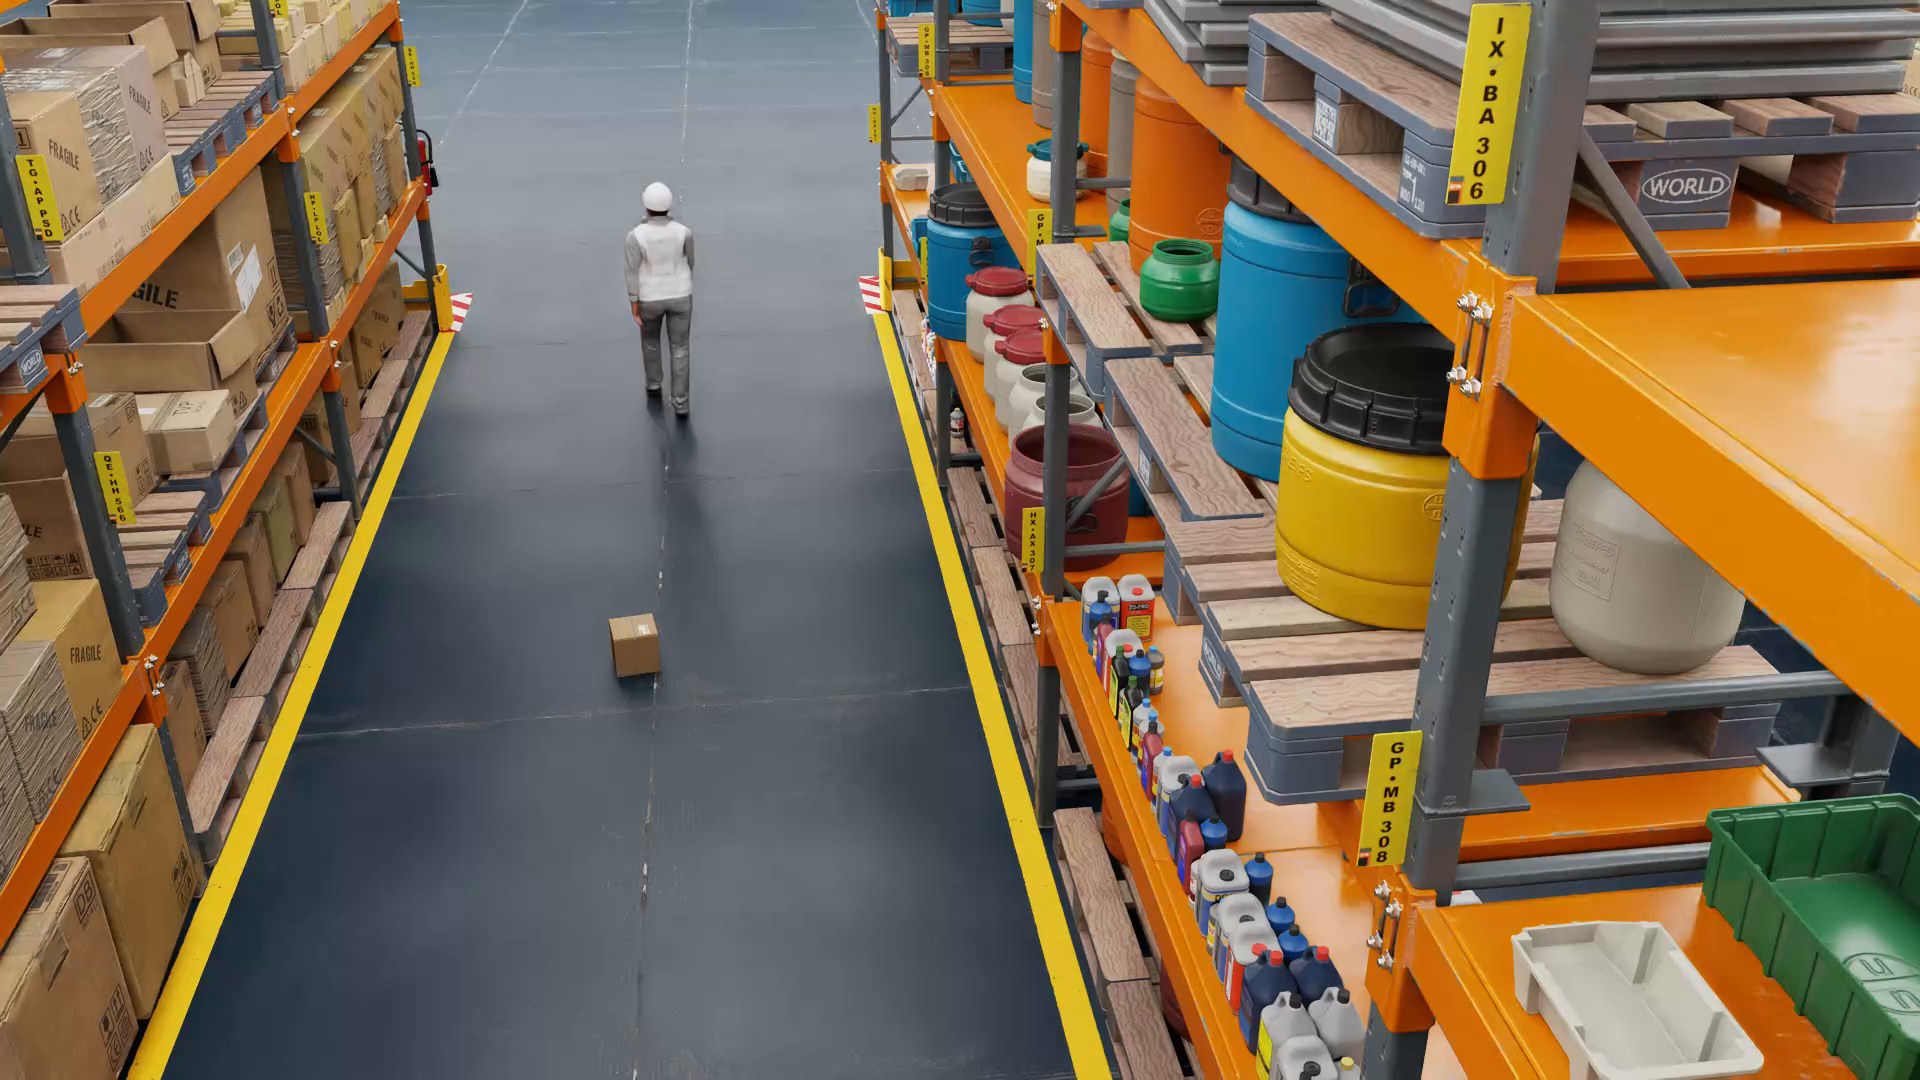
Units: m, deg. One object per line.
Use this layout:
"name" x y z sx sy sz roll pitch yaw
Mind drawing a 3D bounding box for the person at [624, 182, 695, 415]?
"person" -2.285 -1.870 12.770 0.533 1.796 0.849 -6 28 -11
